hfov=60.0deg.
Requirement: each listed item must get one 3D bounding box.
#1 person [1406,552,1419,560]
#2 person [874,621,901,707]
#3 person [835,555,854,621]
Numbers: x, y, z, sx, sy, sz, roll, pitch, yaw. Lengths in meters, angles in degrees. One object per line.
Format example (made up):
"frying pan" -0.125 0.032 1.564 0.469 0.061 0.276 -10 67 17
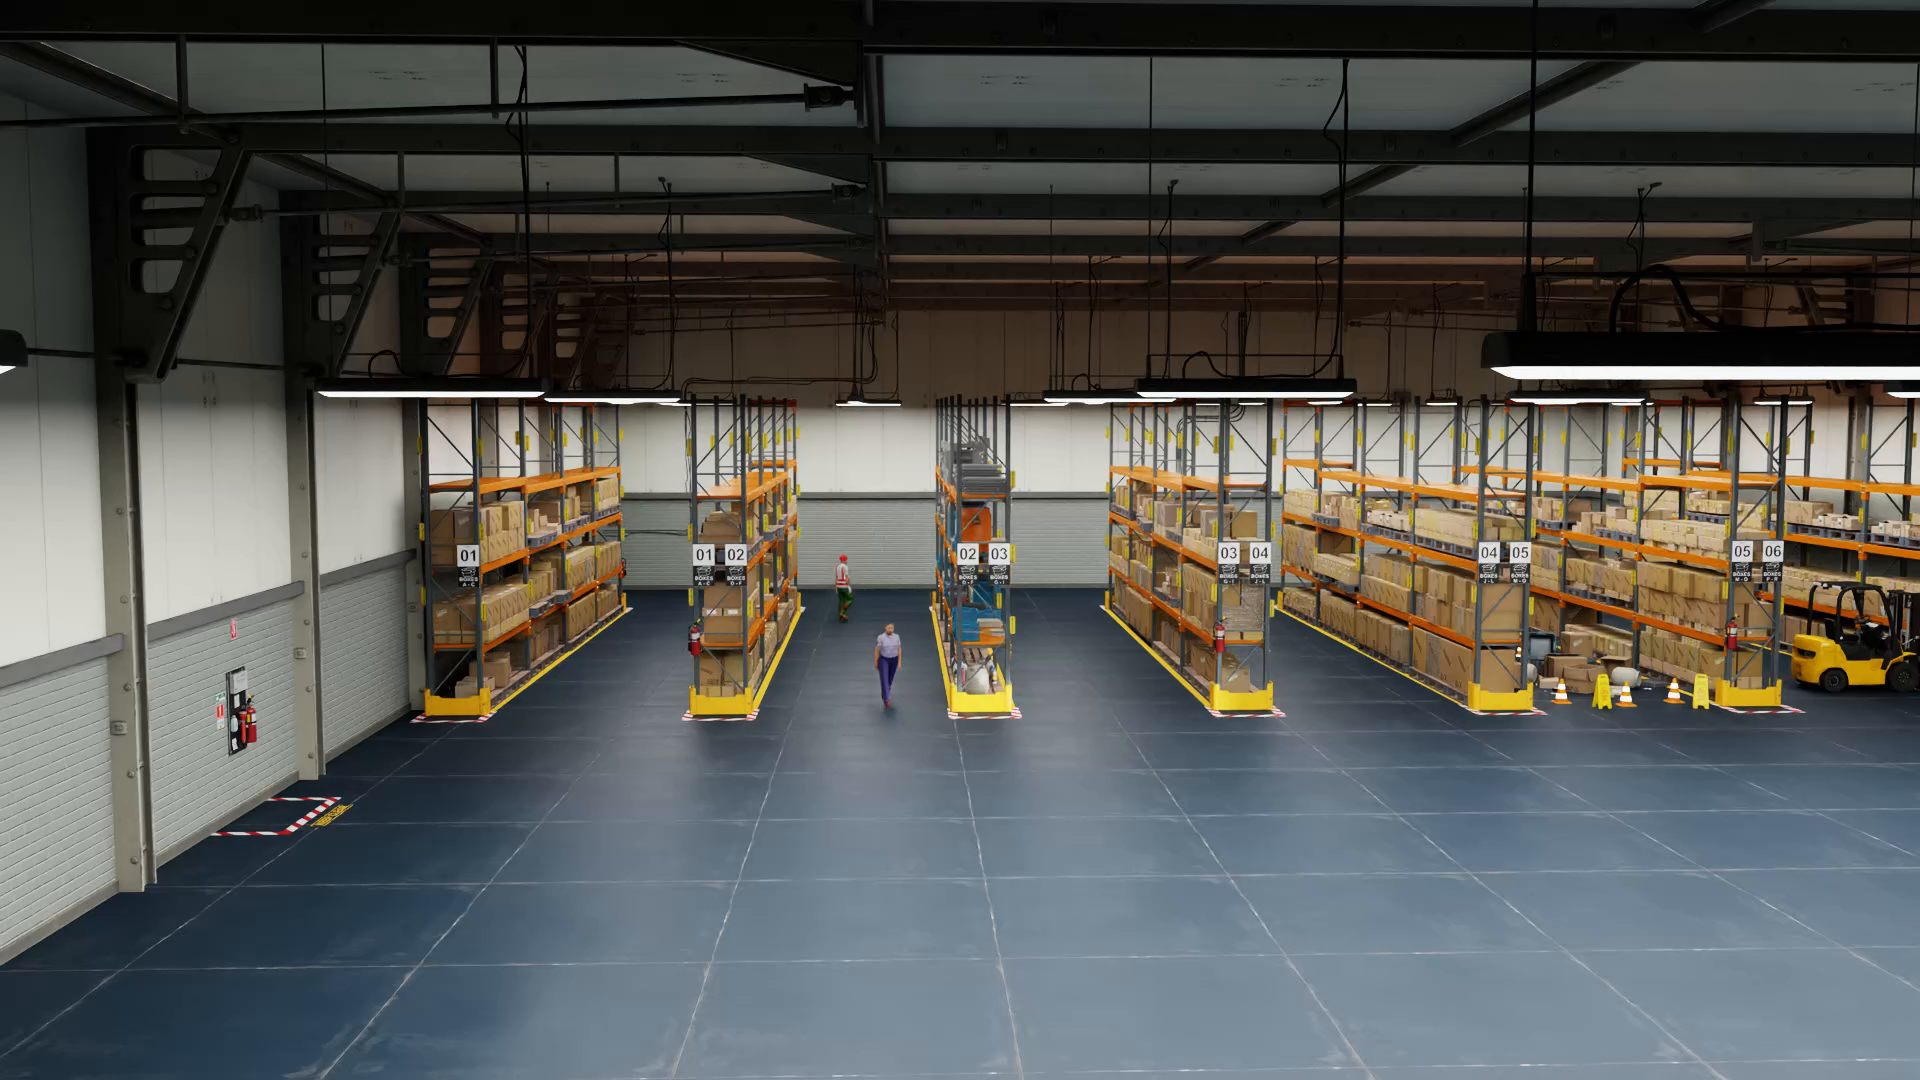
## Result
"person" 14.246 0.789 52.268 0.995 1.628 0.437 -2 5 -22
"person" -1.379 2.371 32.154 0.518 1.596 0.956 -3 5 -29
"person" -3.179 1.293 45.002 0.489 1.789 0.589 -4 6 -42
